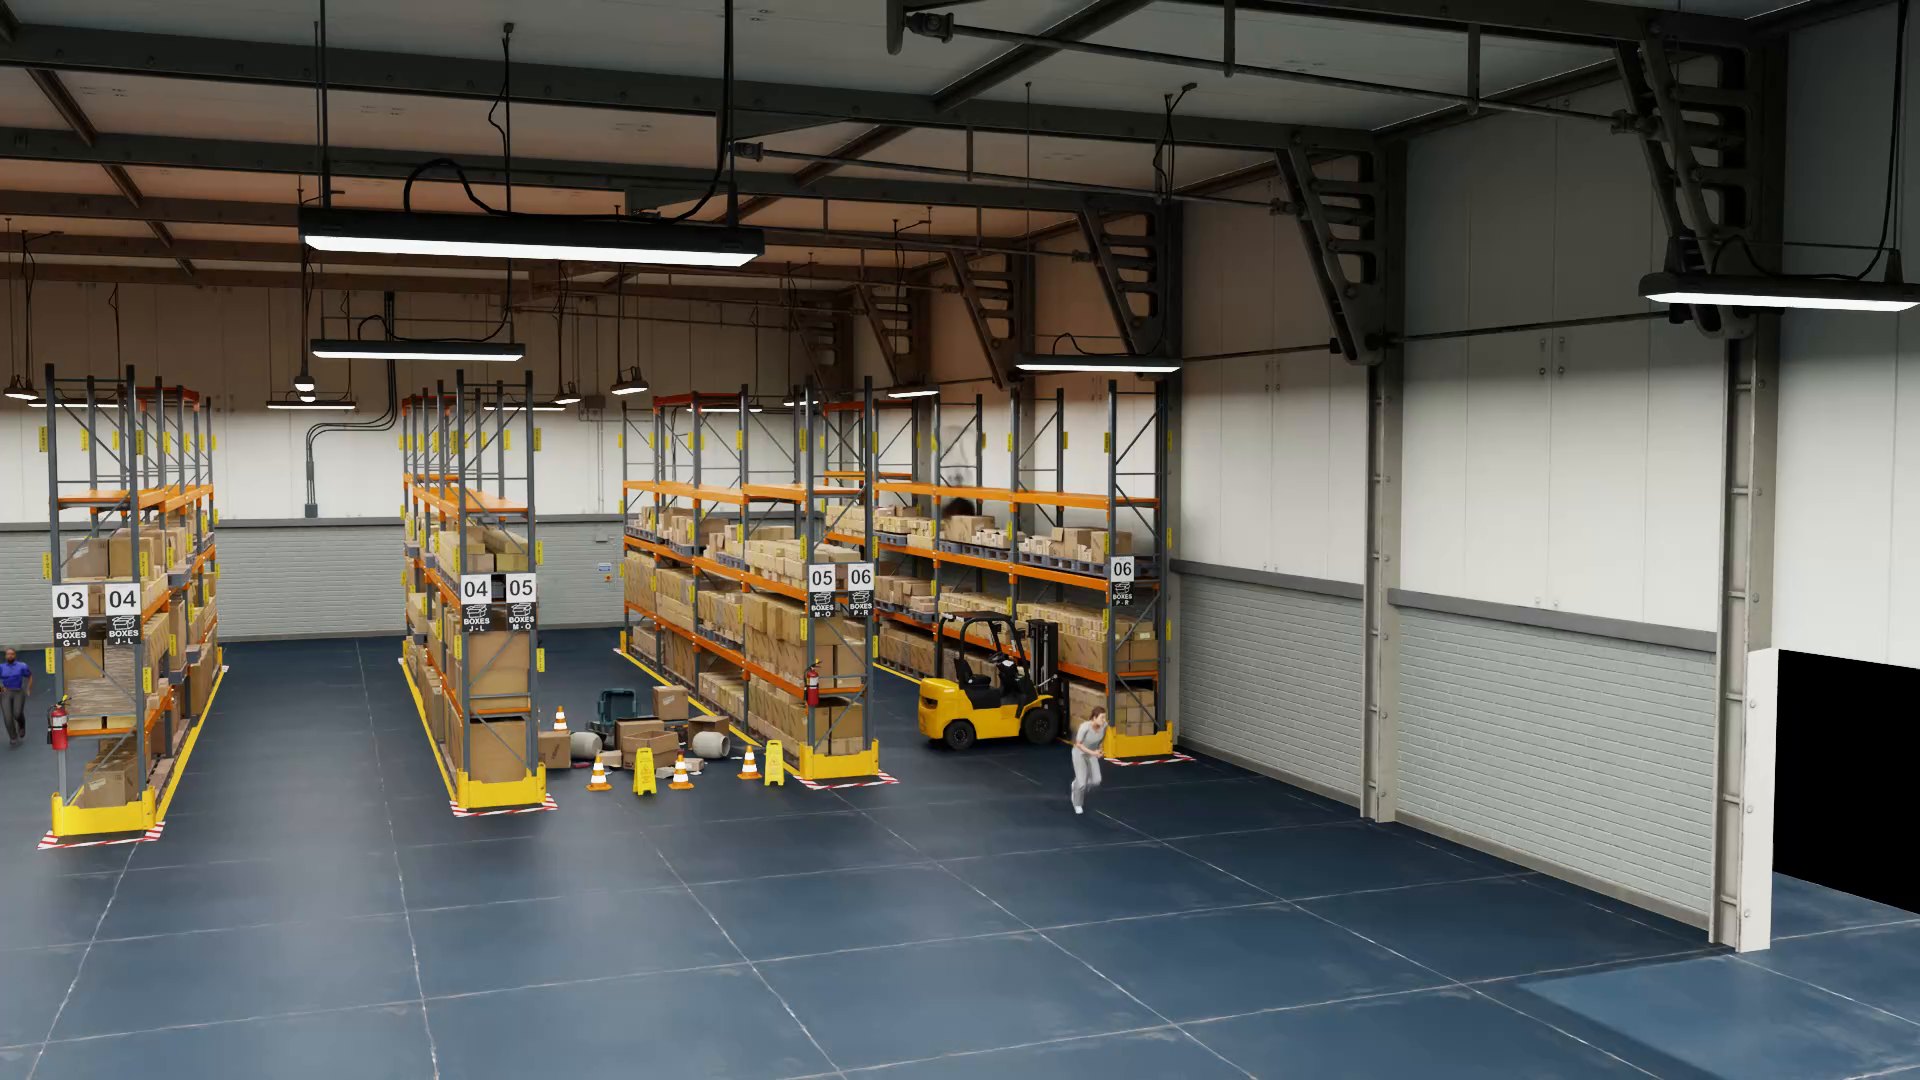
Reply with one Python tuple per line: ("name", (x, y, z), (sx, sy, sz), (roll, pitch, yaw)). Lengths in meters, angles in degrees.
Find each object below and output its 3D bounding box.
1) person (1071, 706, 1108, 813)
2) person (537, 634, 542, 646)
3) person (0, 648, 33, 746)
("person", (1.772, 2.953, 22.414), (0.583, 1.497, 0.770), (-2, 4, -31))
("person", (-10.435, 1.791, 39.745), (0.947, 1.732, 0.644), (-2, 4, -30))
("person", (-15.655, 2.594, 27.486), (0.569, 1.617, 0.516), (-1, 4, -24))
